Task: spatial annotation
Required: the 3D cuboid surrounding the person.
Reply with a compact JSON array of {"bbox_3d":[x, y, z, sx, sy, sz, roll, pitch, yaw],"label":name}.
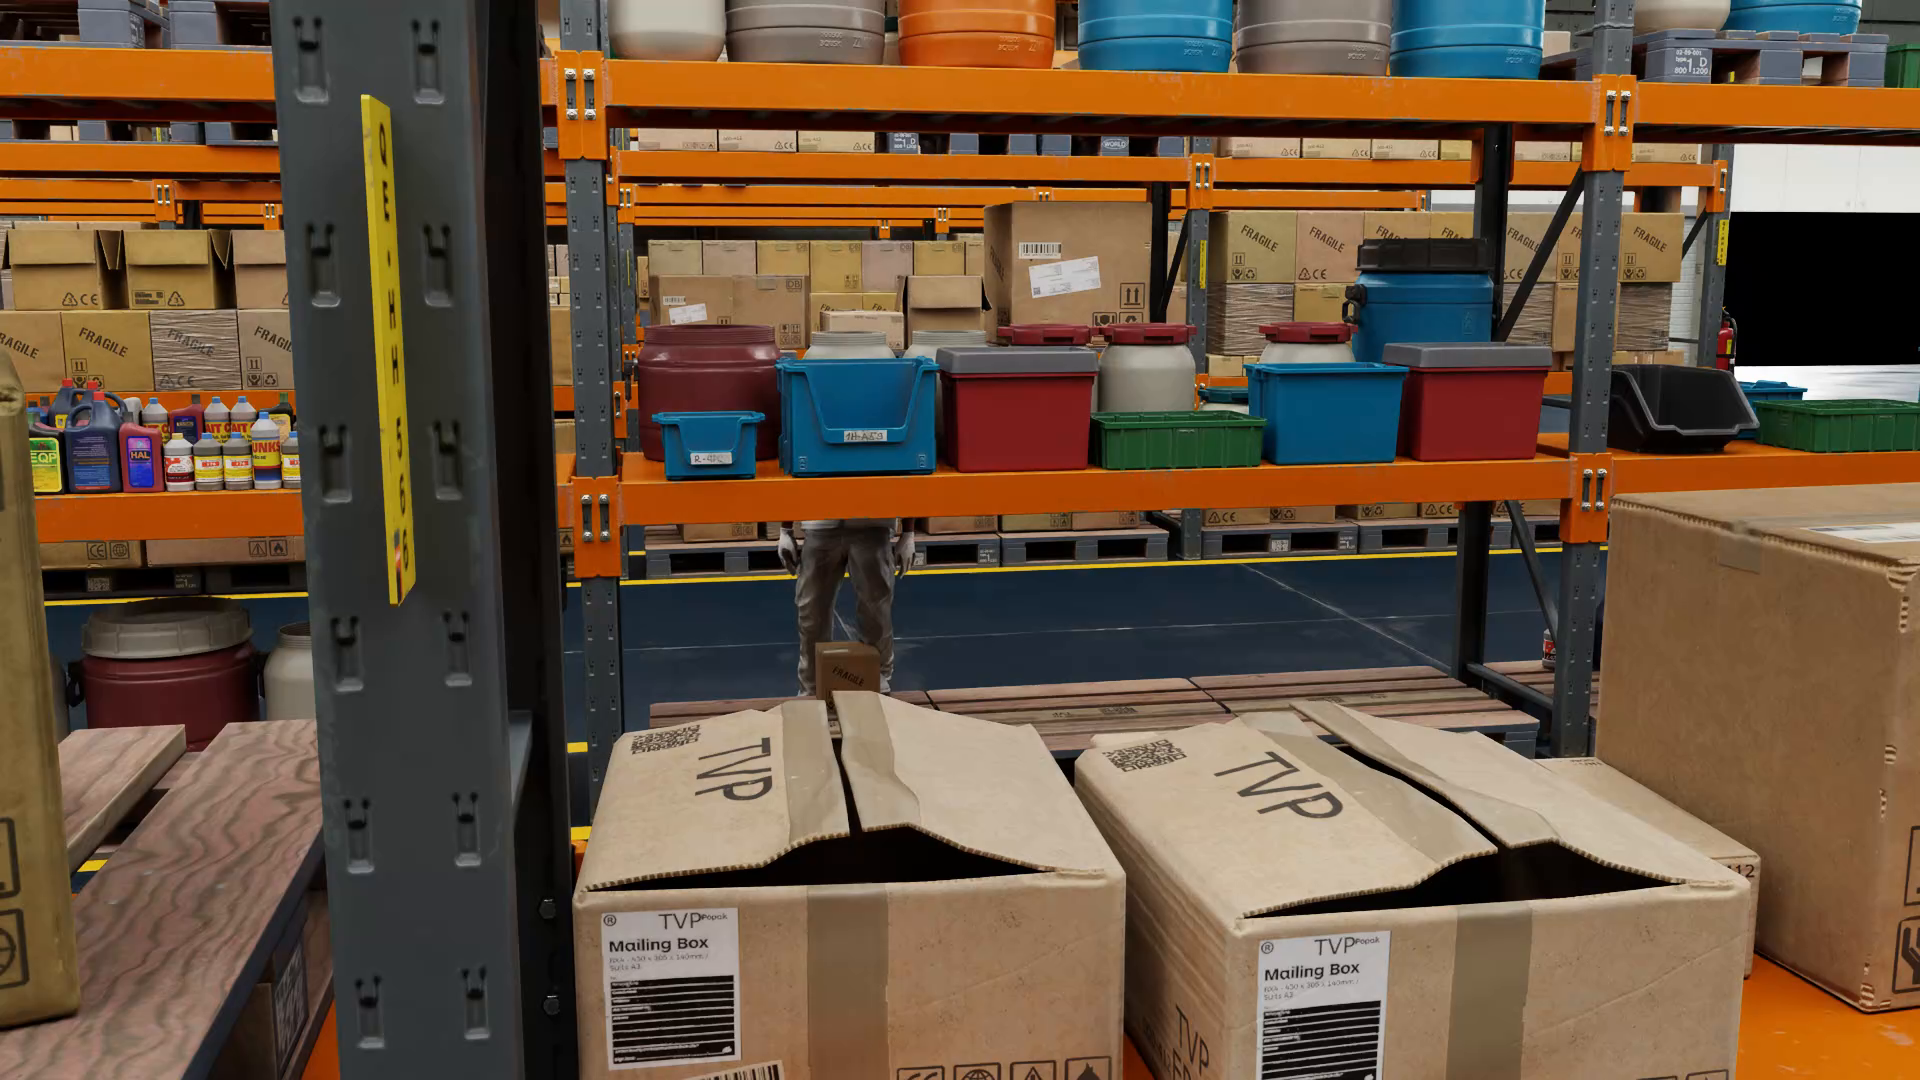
[{"bbox_3d":[-0.511,0.021,7.300,0.617,1.750,0.541,1,10,6],"label":"person"}]
